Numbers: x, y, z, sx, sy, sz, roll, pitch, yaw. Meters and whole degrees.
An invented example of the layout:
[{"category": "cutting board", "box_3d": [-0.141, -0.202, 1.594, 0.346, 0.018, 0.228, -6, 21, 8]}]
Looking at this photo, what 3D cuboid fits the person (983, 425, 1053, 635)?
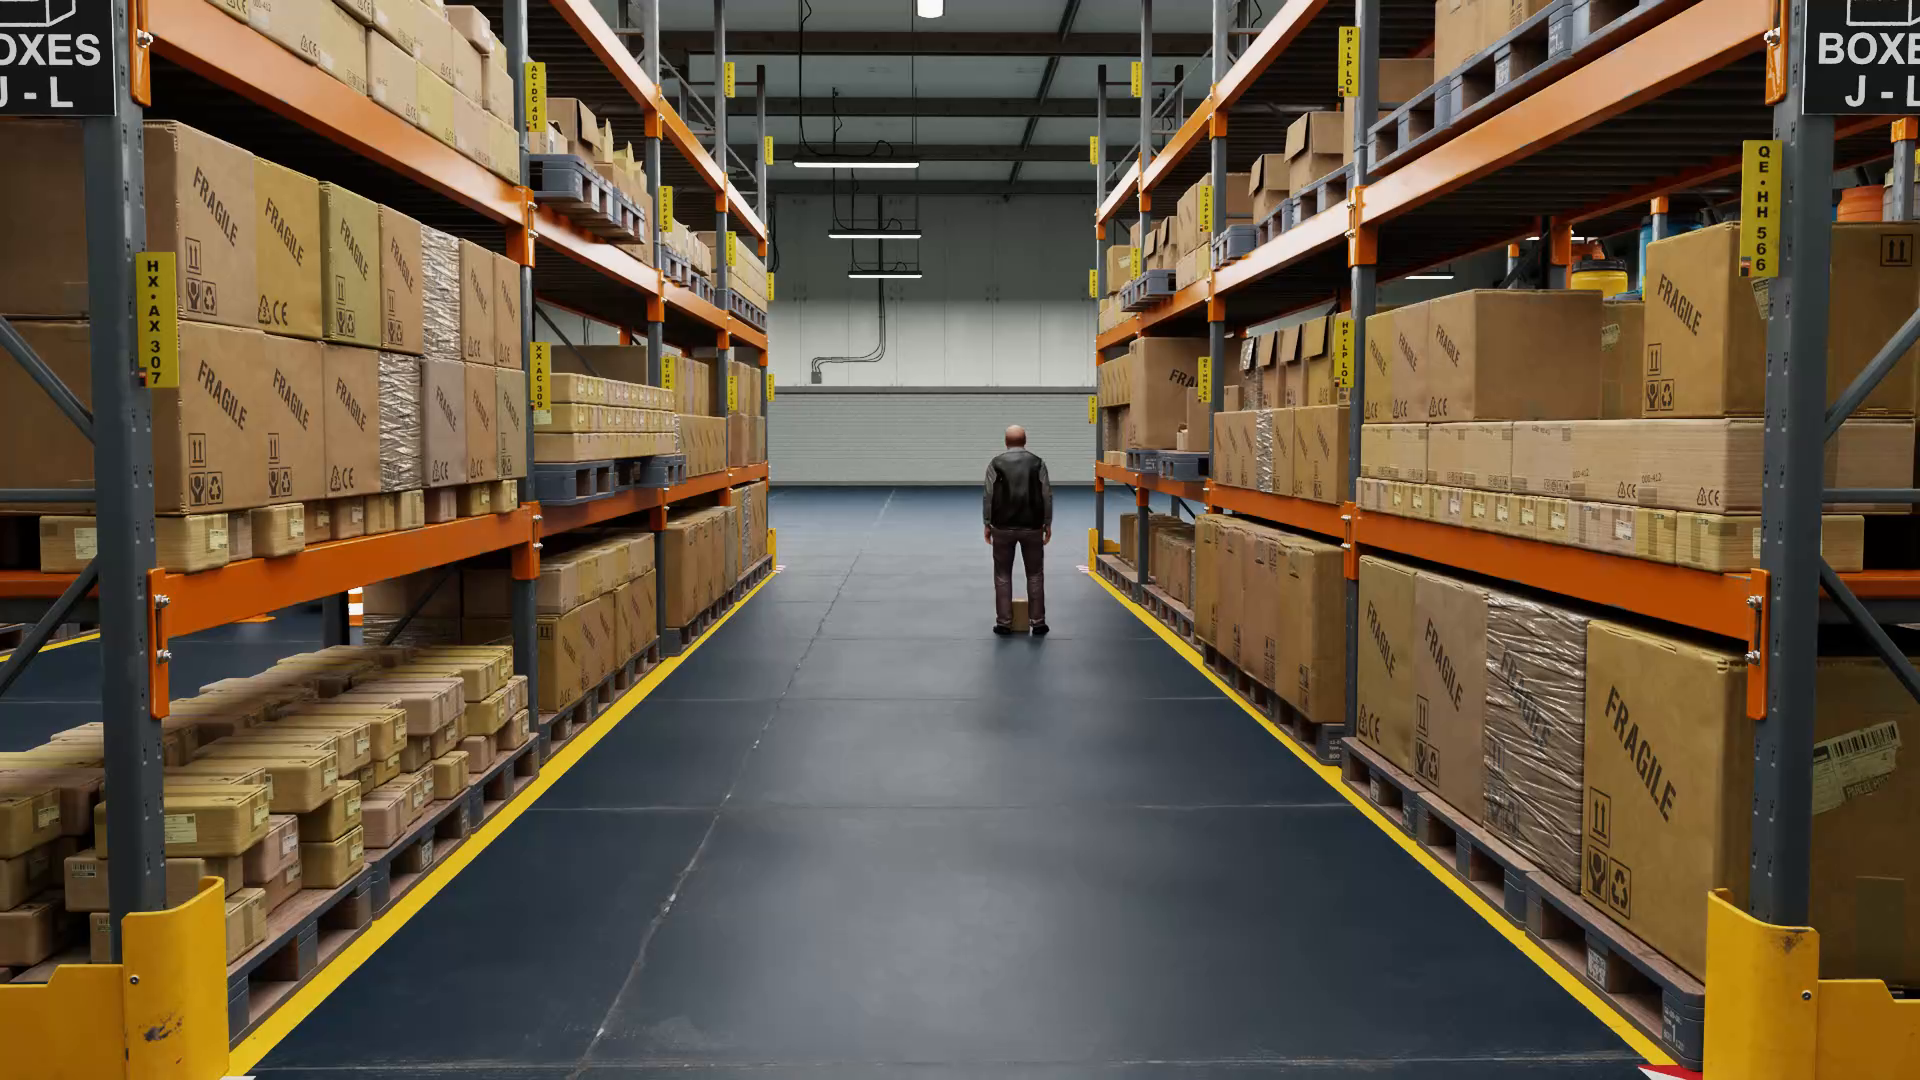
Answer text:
[{"category": "person", "box_3d": [0.477, -0.085, 13.722, 0.579, 1.720, 0.420, 0, 4, -2]}]
